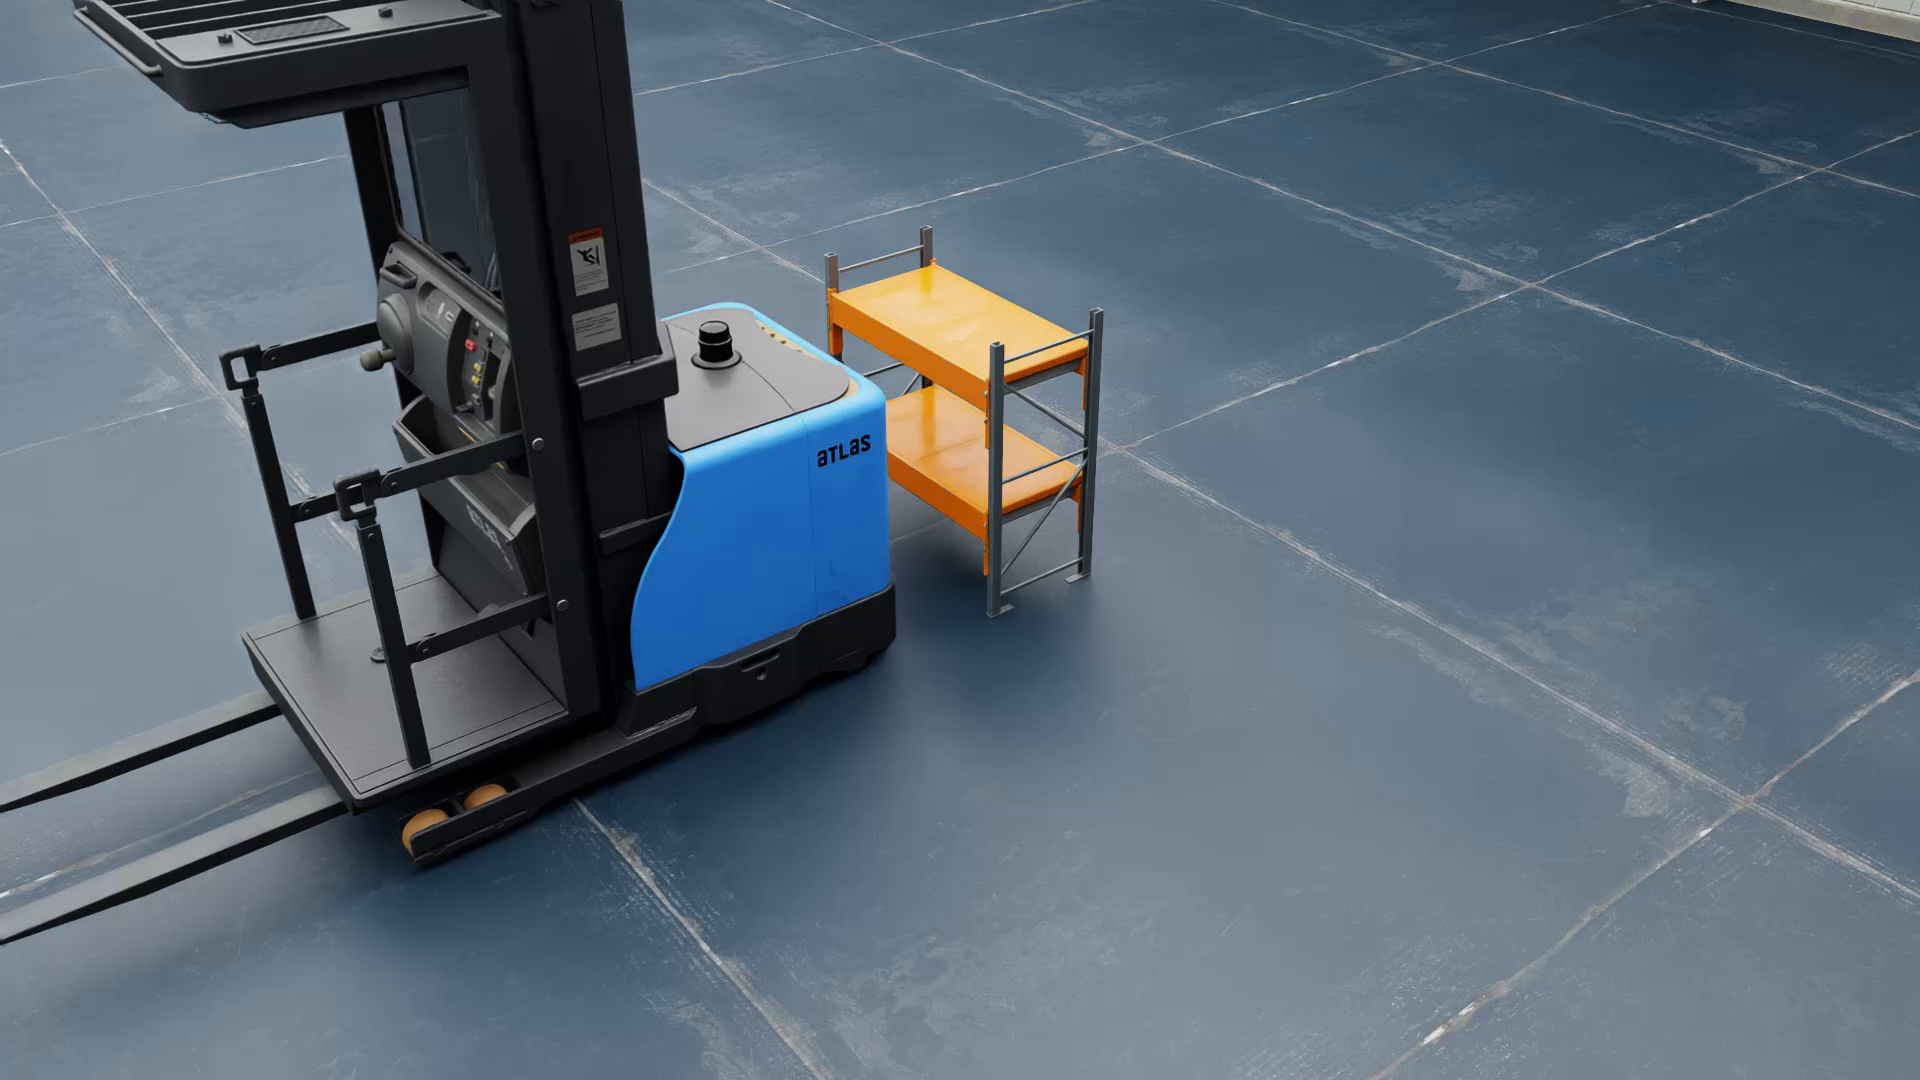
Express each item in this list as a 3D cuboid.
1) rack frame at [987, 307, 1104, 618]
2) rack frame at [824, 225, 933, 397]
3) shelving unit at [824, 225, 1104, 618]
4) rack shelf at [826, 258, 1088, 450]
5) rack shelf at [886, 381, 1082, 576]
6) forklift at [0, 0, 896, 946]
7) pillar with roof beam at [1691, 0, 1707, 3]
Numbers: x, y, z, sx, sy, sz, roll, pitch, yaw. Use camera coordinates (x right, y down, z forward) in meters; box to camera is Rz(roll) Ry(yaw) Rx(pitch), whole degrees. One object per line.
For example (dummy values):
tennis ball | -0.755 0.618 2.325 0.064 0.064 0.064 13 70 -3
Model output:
rack frame | 0.308 -0.269 6.117 0.500 1.125 0.032 -22 38 -31
rack frame | -0.316 -0.693 6.799 0.500 1.125 0.032 -22 38 -31
shelving unit | -0.004 -0.481 6.458 0.538 1.125 1.048 -22 38 -31
rack shelf | -0.004 -0.729 6.303 0.538 0.278 1.000 -22 38 -31
rack shelf | -0.004 -0.273 6.587 0.538 0.278 1.000 -22 38 -31
forklift | -1.711 -0.561 4.875 3.031 2.935 1.130 -22 38 -31
pillar with roof beam | 2.832 -7.100 9.653 9.100 9.000 0.400 -22 38 -31
